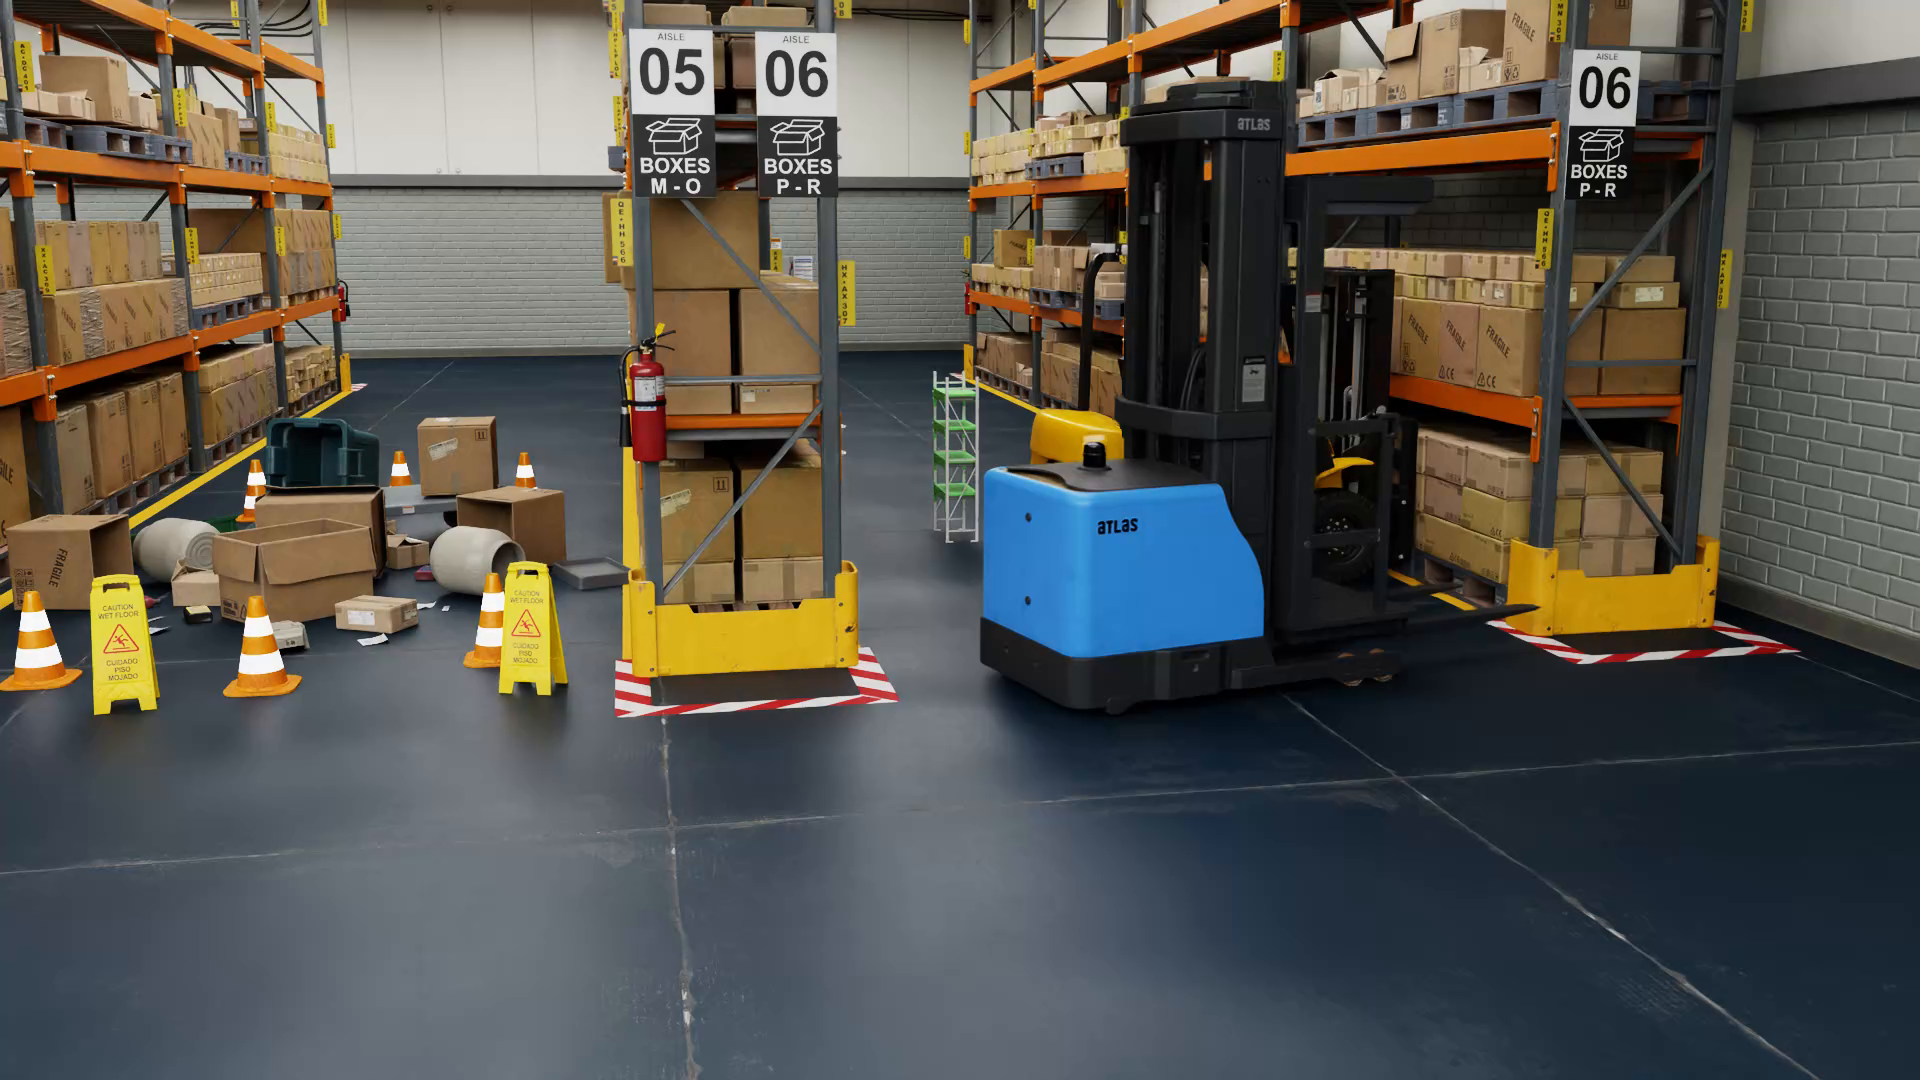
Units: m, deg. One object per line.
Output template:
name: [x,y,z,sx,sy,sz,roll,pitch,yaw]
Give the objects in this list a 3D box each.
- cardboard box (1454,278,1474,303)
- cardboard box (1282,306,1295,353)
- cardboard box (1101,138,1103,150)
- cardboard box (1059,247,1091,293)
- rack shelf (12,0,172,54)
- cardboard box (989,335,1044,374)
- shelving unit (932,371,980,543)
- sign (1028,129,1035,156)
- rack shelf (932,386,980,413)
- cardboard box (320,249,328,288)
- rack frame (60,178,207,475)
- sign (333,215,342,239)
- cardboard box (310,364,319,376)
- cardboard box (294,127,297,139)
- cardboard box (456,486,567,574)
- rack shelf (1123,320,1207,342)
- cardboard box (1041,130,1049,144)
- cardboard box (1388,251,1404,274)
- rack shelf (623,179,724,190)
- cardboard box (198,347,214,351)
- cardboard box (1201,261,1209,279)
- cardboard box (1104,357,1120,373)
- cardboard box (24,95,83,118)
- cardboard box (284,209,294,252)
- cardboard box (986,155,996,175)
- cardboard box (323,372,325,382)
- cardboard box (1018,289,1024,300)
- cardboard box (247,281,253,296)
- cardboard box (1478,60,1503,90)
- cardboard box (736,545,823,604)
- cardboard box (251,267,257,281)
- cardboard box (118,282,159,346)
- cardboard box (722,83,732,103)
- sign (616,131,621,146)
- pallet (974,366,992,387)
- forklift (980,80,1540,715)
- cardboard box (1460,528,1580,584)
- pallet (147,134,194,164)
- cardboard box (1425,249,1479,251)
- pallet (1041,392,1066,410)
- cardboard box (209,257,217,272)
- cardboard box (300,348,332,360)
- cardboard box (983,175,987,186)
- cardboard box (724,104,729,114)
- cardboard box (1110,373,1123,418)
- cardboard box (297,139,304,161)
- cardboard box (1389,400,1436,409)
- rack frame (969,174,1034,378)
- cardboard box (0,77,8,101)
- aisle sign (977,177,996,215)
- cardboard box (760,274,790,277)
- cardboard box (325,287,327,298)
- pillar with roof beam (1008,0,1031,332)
cardboard box: [3.304,-1.551,10.320,0.380,0.149,0.250,-2,11,-11]
cardboard box: [2.805,-1.680,12.734,0.500,0.500,0.500,-2,11,-13]
cardboard box: [1.744,-4.296,18.060,0.380,0.149,0.250,-2,11,-11]
cardboard box: [1.547,-3.109,19.117,0.700,0.500,0.500,-2,11,-11]
rack shelf: [-7.118,-4.106,12.697,1.077,0.370,4.000,-2,11,-11]
cardboard box: [0.795,-2.627,23.540,0.700,0.500,0.500,-2,11,-9]
shelving unit: [-0.032,-0.620,12.244,0.258,1.200,0.503,-2,11,-11]
sign: [0.888,-4.896,20.490,0.100,0.325,0.005,-2,11,-11]
rack shelf: [-0.032,-1.029,12.166,0.258,0.148,0.480,-2,11,-11]
cardboard box: [-8.628,-3.571,21.871,0.500,0.500,0.500,-2,11,-12]
rack frame: [-7.507,-2.076,15.080,1.000,3.000,0.127,-2,11,-11]
sign: [-8.515,-4.284,22.738,0.100,0.325,0.005,-2,11,-11]
cardboard box: [-8.433,-2.171,21.287,0.380,0.149,0.250,-2,11,-8]
cardboard box: [-8.377,-5.003,20.436,0.380,0.149,0.250,-2,11,-13]
cardboard box: [-3.020,-0.068,11.210,0.500,0.500,0.500,6,12,28]
rack shelf: [2.586,-1.735,15.215,1.077,0.370,4.000,-2,11,-11]
cardboard box: [1.176,-4.776,19.729,0.380,0.149,0.250,-2,11,-12]
cardboard box: [3.140,-1.888,11.296,0.380,0.149,0.250,-2,11,-11]
rack shelf: [-3.060,-3.761,17.837,1.077,0.370,4.000,-2,11,-11]
cardboard box: [-8.295,-1.913,17.784,0.500,0.250,0.500,-2,11,-9]
cardboard box: [2.285,-2.423,14.904,0.380,0.149,0.250,-2,11,-13]
cardboard box: [1.769,-1.883,17.894,0.380,0.149,0.250,-3,11,-14]
cardboard box: [-6.747,-3.214,12.320,0.380,0.149,0.250,-2,11,-11]
cardboard box: [-8.250,-3.682,19.782,0.500,0.500,0.500,-2,11,-13]
cardboard box: [0.665,-5.191,23.029,0.500,0.250,0.500,-2,11,-13]
cardboard box: [-8.640,-2.165,22.049,0.380,0.149,0.250,-2,11,-11]
cardboard box: [0.963,-3.209,21.705,0.380,0.149,0.250,-2,11,-10]
cardboard box: [-7.916,-2.733,18.083,0.380,0.149,0.250,-2,11,-11]
cardboard box: [3.294,-2.735,9.801,0.380,0.149,0.250,-2,11,-13]
cardboard box: [-1.001,0.179,9.462,0.500,0.250,0.500,-2,11,-11]
cardboard box: [-7.962,-2.924,18.292,0.380,0.149,0.250,-2,11,-11]
cardboard box: [-6.963,-1.869,13.725,0.500,0.500,0.500,-2,11,-12]
cardboard box: [-1.040,-2.548,9.143,0.500,0.250,0.500,-2,11,-12]
sign: [-3.994,-4.754,19.534,0.100,0.325,0.005,-2,11,-11]
pallet: [0.812,-2.393,24.204,1.003,0.211,1.213,-2,11,-11]
forklift: [1.661,-0.789,8.503,3.031,2.935,1.130,-5,12,-25]
cardboard box: [3.351,0.082,9.977,0.500,0.250,0.500,-2,11,-11]
pallet: [-7.330,-3.340,14.207,1.213,0.211,1.003,-2,11,-8]
cardboard box: [3.547,-2.001,11.888,0.380,0.149,0.250,-2,11,-12]
pallet: [1.614,-1.671,20.414,1.003,0.211,1.213,-2,11,-11]
cardboard box: [-7.611,-2.735,16.502,0.380,0.149,0.250,-2,11,-8]
cardboard box: [-8.544,-2.462,22.020,0.380,0.149,0.250,-2,11,-12]
cardboard box: [0.532,-5.062,23.418,0.380,0.149,0.250,-2,11,-10]
cardboard box: [-1.146,-2.418,9.526,0.380,0.149,0.250,-2,11,-13]
cardboard box: [1.904,-1.504,17.636,0.500,0.500,0.500,-2,11,-9]
cardboard box: [-8.440,-4.832,20.605,0.500,0.250,0.500,-3,11,-13]
cardboard box: [3.373,-0.893,12.422,0.500,0.250,0.500,-2,11,-12]
rack frame: [0.641,-3.923,24.784,1.000,3.000,0.127,-2,11,-11]
cardboard box: [-6.345,-2.892,10.630,0.380,0.149,0.250,-2,11,-11]
aisle sign: [0.339,-5.202,24.551,0.394,0.787,0.004,-2,11,-11]
cardboard box: [-1.351,-1.474,10.857,0.500,0.500,0.500,-2,11,-9]
cardboard box: [-8.711,-3.323,22.305,0.380,0.149,0.250,-2,11,-11]
pillar with roof beam: [-3.222,-7.241,26.171,9.100,9.000,0.400,-2,11,-11]
